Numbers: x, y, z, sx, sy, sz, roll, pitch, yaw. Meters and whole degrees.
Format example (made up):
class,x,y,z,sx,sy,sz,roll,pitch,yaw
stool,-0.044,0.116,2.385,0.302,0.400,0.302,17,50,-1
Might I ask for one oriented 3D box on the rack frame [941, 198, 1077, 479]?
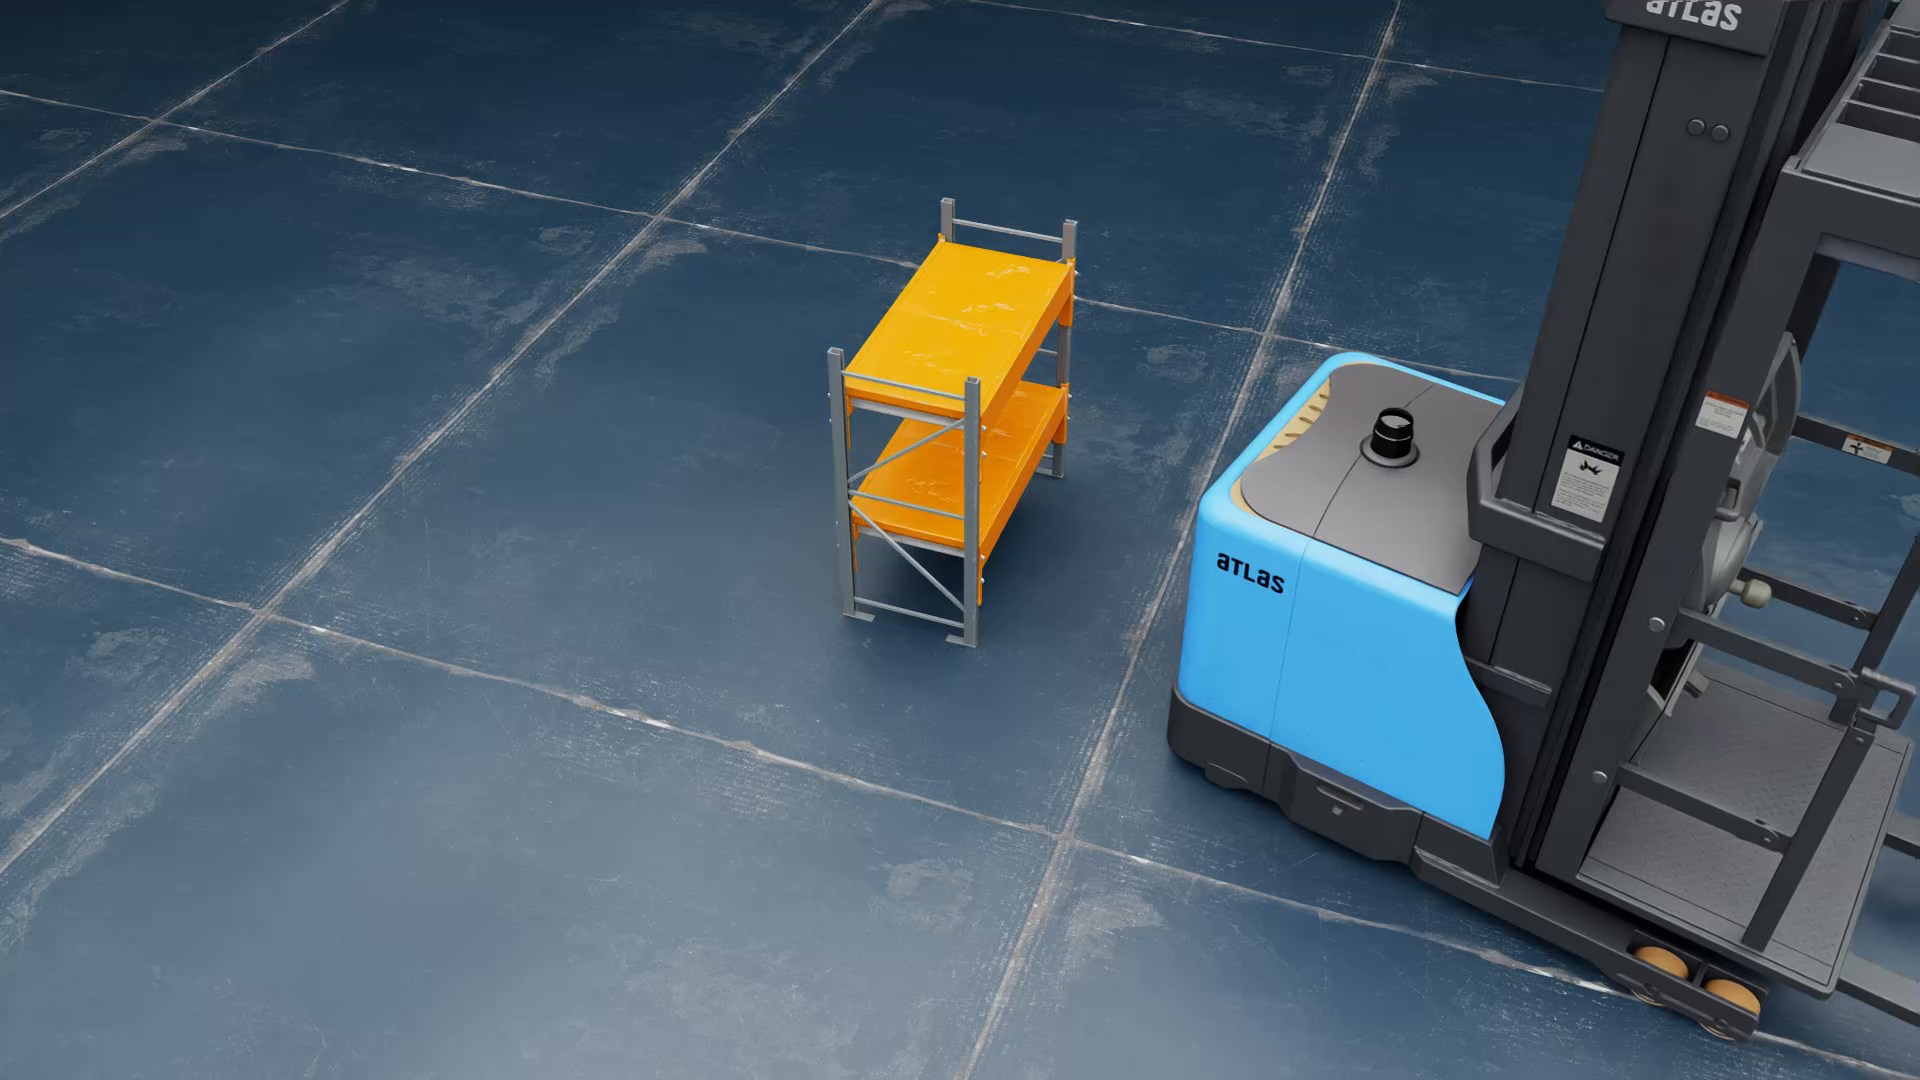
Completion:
class,x,y,z,sx,sy,sz,roll,pitch,yaw
rack frame,0.172,-0.734,6.243,0.500,1.125,0.032,13,42,15

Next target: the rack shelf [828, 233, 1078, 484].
class,x,y,z,sx,sy,sz,roll,pitch,yaw
rack shelf,-0.002,-0.646,5.690,0.538,0.278,1.000,13,42,15

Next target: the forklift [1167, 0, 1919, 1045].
class,x,y,z,sx,sy,sz,roll,pitch,yaw
forklift,2.175,-0.126,4.139,3.031,2.935,1.130,24,46,25

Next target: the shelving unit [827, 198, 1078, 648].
class,x,y,z,sx,sy,sz,roll,pitch,yaw
shelving unit,-0.002,-0.424,5.880,0.538,1.125,1.048,13,42,15

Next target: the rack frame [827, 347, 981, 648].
class,x,y,z,sx,sy,sz,roll,pitch,yaw
rack frame,-0.176,-0.114,5.517,0.500,1.125,0.032,13,42,15

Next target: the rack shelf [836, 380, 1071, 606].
class,x,y,z,sx,sy,sz,roll,pitch,yaw
rack shelf,-0.002,-0.238,6.039,0.538,0.278,1.000,13,42,15
